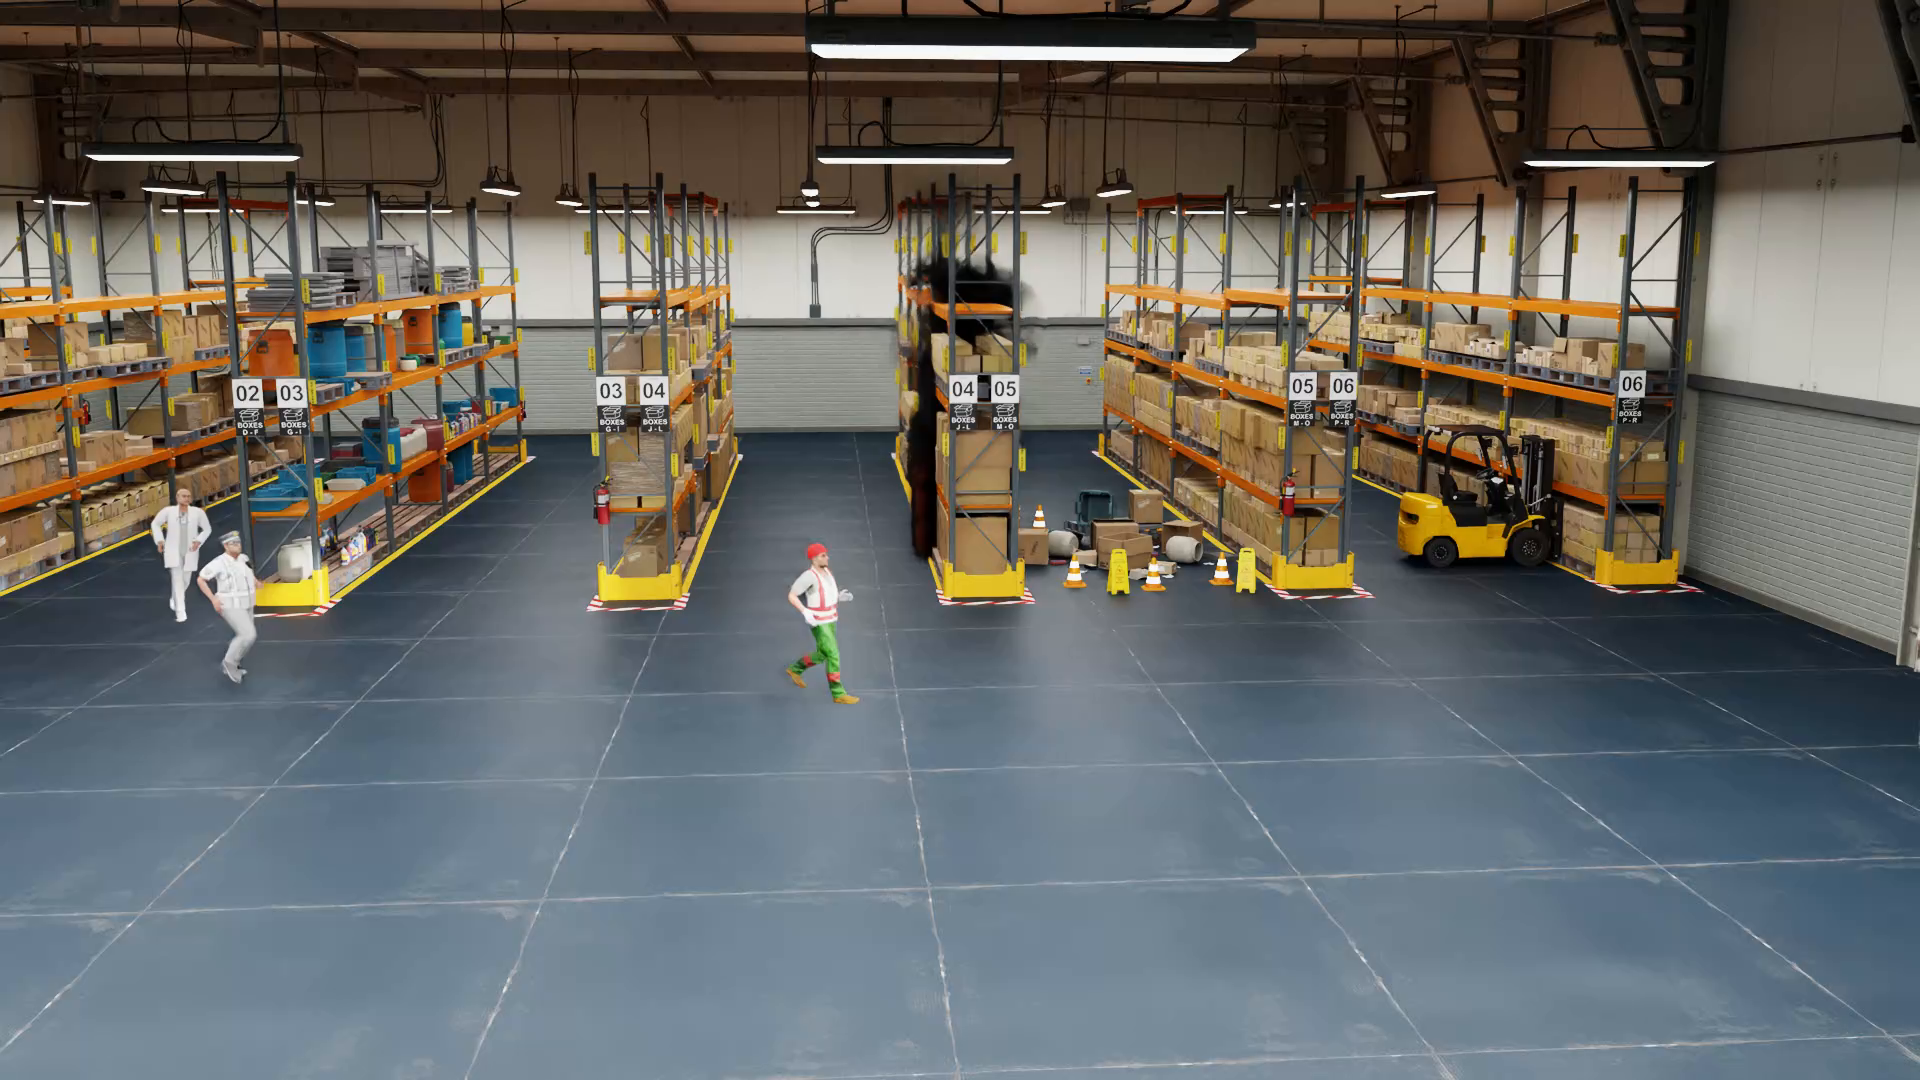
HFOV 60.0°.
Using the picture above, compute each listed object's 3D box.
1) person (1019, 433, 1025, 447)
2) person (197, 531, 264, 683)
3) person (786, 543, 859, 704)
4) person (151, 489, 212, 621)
[{"bbox_3d":[1.234,-3.041,41.260,0.764,1.724,0.548,0,10,-1],"label":"person"},{"bbox_3d":[-8.356,0.769,19.280,0.682,1.775,0.637,3,10,15],"label":"person"},{"bbox_3d":[-1.549,0.910,18.383,0.967,1.768,0.655,4,11,23],"label":"person"},{"bbox_3d":[-10.632,0.170,22.773,0.728,1.765,0.844,-7,12,-33],"label":"person"}]
